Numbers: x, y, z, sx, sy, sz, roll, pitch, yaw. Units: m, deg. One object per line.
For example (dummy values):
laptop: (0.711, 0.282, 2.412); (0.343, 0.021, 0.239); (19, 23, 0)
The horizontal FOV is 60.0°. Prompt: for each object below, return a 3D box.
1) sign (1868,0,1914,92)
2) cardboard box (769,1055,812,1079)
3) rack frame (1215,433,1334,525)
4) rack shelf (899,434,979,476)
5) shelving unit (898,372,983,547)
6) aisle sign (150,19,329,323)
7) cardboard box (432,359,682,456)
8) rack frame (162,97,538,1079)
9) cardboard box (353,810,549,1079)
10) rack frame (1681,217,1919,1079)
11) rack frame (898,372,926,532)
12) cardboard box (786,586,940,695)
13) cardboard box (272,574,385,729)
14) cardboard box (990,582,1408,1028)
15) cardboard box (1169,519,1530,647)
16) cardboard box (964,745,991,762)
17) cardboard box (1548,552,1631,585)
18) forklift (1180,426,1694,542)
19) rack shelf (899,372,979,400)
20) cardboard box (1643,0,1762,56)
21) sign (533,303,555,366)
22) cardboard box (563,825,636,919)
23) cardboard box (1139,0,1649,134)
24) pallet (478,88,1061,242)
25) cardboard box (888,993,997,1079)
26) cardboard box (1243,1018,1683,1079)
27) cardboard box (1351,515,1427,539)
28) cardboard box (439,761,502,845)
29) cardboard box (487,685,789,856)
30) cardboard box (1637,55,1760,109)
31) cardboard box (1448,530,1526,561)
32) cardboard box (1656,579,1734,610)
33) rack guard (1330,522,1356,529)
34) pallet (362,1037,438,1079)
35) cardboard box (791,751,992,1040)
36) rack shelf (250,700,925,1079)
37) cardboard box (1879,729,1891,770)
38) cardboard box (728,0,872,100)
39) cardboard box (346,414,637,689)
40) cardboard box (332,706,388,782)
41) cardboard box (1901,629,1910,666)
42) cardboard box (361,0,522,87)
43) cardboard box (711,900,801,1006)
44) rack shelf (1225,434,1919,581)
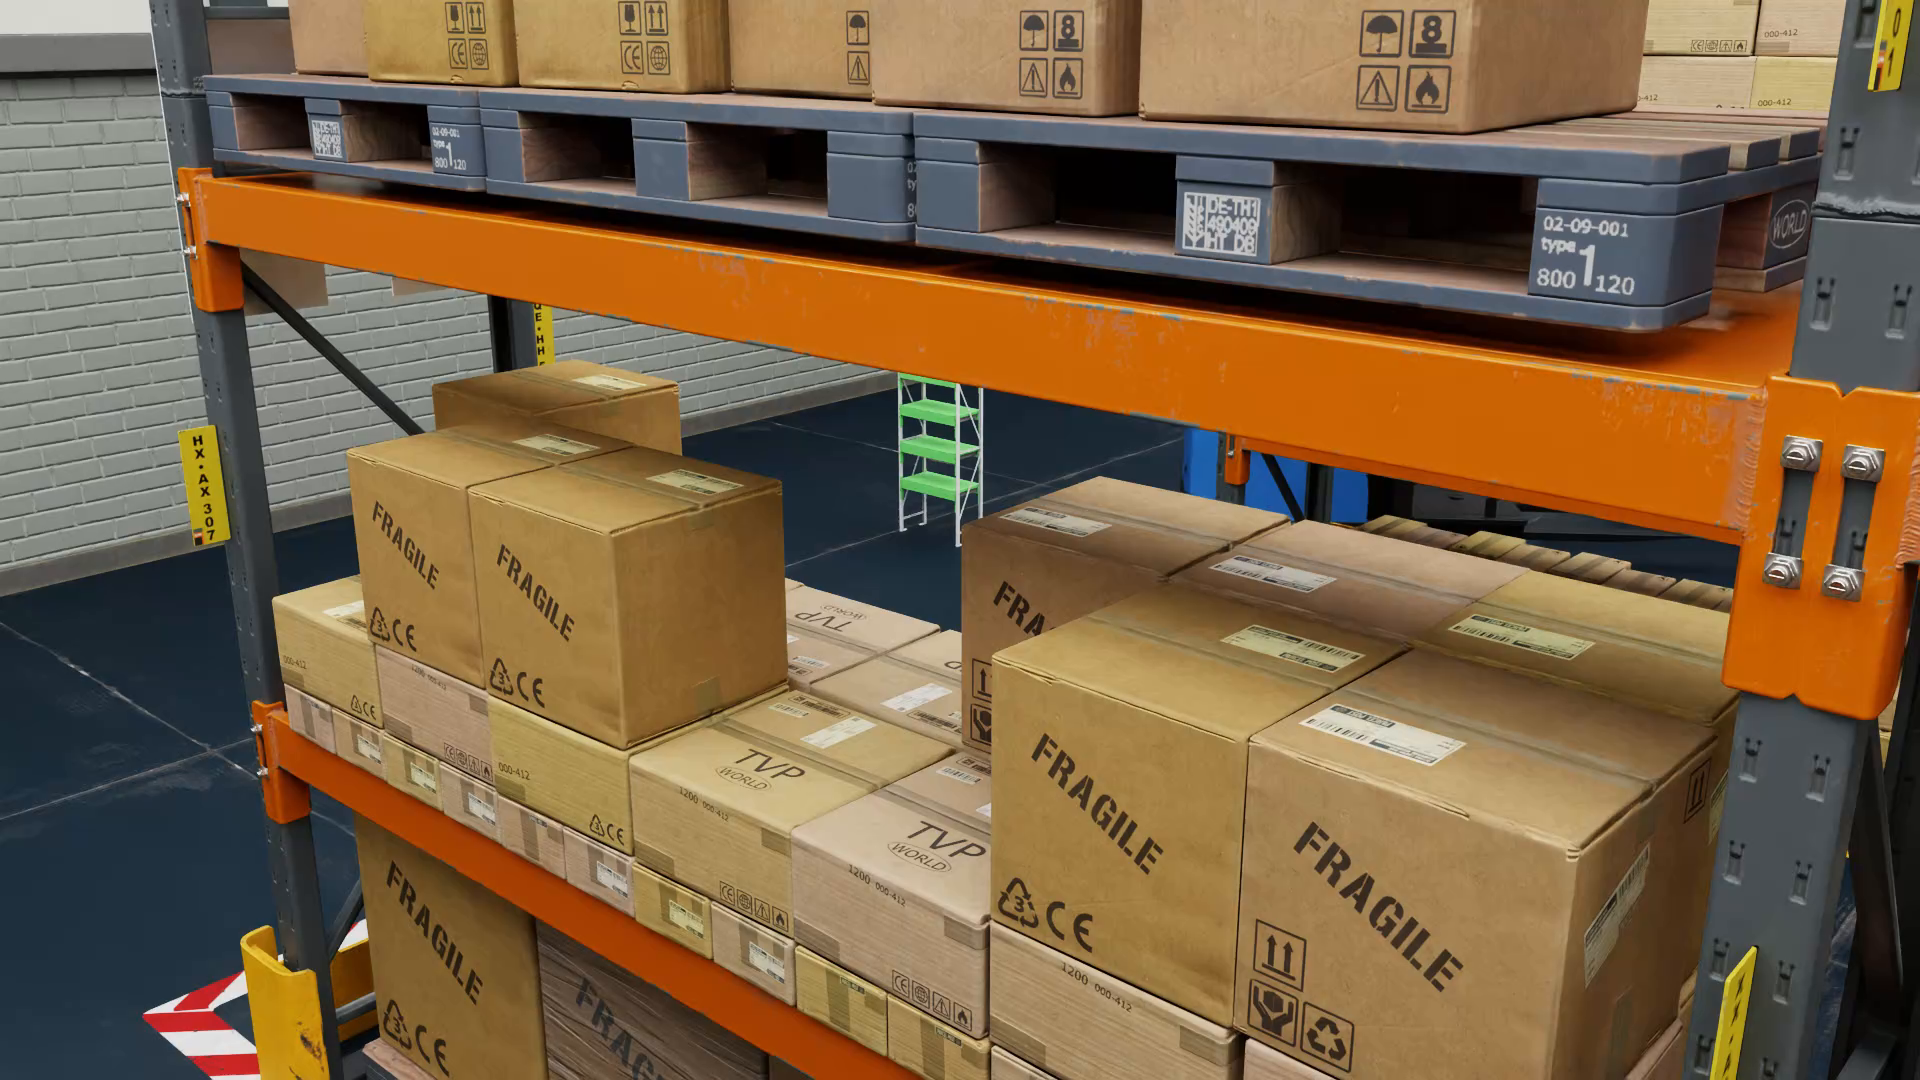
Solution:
sign: (0.927, -0.607, 1.620); (0.005, 0.325, 0.100); (15, 23, 39)
cardboard box: (0.181, 1.462, 3.863); (0.875, 0.875, 0.875); (15, 23, 39)
rack frame: (1.671, -0.924, 8.564); (0.127, 3.000, 1.000); (15, 23, 39)
rack shelf: (-0.124, -0.544, 10.554); (0.480, 0.148, 0.258); (15, 23, 39)
shelving unit: (-0.124, -0.605, 10.535); (0.503, 1.200, 0.258); (15, 23, 39)
aisle sign: (-1.950, -1.008, 4.530); (0.004, 0.787, 0.394); (15, 23, 39)
cardboard box: (-1.158, -0.211, 4.835); (0.500, 0.500, 0.500); (15, 23, 40)
rack frame: (-1.697, 0.178, 5.092); (0.127, 3.000, 1.000); (15, 23, 39)
cardboard box: (-1.165, 1.101, 5.002); (0.875, 0.875, 0.875); (15, 23, 39)
rack frame: (1.295, 0.981, 2.561); (0.127, 3.000, 1.000); (15, 23, 39)
rack frame: (-0.306, -0.654, 10.689); (0.015, 1.200, 0.240); (15, 23, 39)
cardboard box: (-0.399, 0.349, 4.309); (0.500, 0.250, 0.500); (14, 22, 37)
cardboard box: (-1.517, 0.265, 4.573); (0.500, 0.250, 0.500); (14, 23, 38)
cardboard box: (0.401, 0.420, 2.845); (0.500, 0.500, 0.500); (15, 23, 40)
cardboard box: (0.743, 0.299, 3.228); (0.500, 0.500, 0.500); (15, 23, 39)
cardboard box: (0.357, 0.554, 3.665); (0.500, 0.250, 0.500); (16, 23, 41)
cardboard box: (3.052, 0.195, 8.075); (0.250, 0.149, 0.380); (16, 24, 41)
forklift: (2.917, -1.346, 10.007); (3.031, 2.935, 1.130); (1, 18, 5)
rack shelf: (-0.124, -1.002, 10.409); (0.480, 0.148, 0.258); (15, 23, 39)
cardboard box: (2.967, -2.063, 6.617); (0.500, 0.250, 0.500); (14, 22, 37)
sign: (-1.327, -0.607, 5.259); (0.005, 0.325, 0.100); (15, 23, 39)
cardboard box: (-0.687, 0.701, 3.858); (0.250, 0.149, 0.380); (15, 23, 39)
cardboard box: (0.669, -0.887, 2.466); (0.500, 0.500, 0.700); (13, 22, 36)
pallet: (-0.219, -0.818, 3.418); (1.213, 0.211, 1.003); (15, 23, 39)
cardboard box: (0.079, 0.907, 3.209); (0.250, 0.149, 0.380); (16, 23, 40)
cardboard box: (0.790, 0.882, 2.631); (0.500, 0.250, 0.500); (14, 23, 38)
cardboard box: (2.235, 0.000, 8.687); (0.250, 0.149, 0.380); (15, 23, 40)
cardboard box: (-1.070, 0.598, 4.183); (0.250, 0.149, 0.380); (15, 23, 38)
cardboard box: (-0.751, 0.470, 3.929); (0.500, 0.250, 0.500); (14, 22, 37)
cardboard box: (3.000, -1.821, 6.679); (0.500, 0.250, 0.500); (15, 23, 39)
cardboard box: (2.663, 0.087, 8.414); (0.250, 0.149, 0.380); (14, 23, 38)
cardboard box: (3.390, 0.319, 7.683); (0.250, 0.149, 0.380); (15, 23, 40)
rack guard: (1.728, 0.283, 8.894); (0.348, 0.500, 1.175); (15, 23, 39)
pallet: (-1.047, 1.650, 5.063); (1.213, 0.211, 1.003); (15, 23, 39)
cardboard box: (0.020, 0.676, 3.279); (0.500, 0.250, 0.500); (16, 23, 40)
rack shelf: (-0.201, 0.923, 3.935); (4.000, 0.370, 1.077); (15, 23, 39)
cardboard box: (3.793, 0.804, 6.648); (0.250, 0.149, 0.380); (14, 22, 37)
cardboard box: (-0.027, -1.134, 3.241); (0.500, 0.500, 0.700); (16, 24, 42)
cardboard box: (-1.143, 0.008, 4.143); (0.500, 0.500, 0.500); (14, 23, 38)
cardboard box: (-1.458, 0.495, 4.509); (0.250, 0.149, 0.380); (15, 23, 38)
cardboard box: (3.944, 0.483, 7.167); (0.250, 0.149, 0.380); (14, 23, 38)
cardboard box: (-0.932, -1.315, 3.811); (0.500, 0.500, 0.700); (14, 22, 37)
cardboard box: (-0.302, 0.805, 3.533); (0.250, 0.149, 0.380); (16, 23, 40)
rack shelf: (3.167, -0.179, 7.407); (4.000, 0.370, 1.077); (15, 23, 39)
